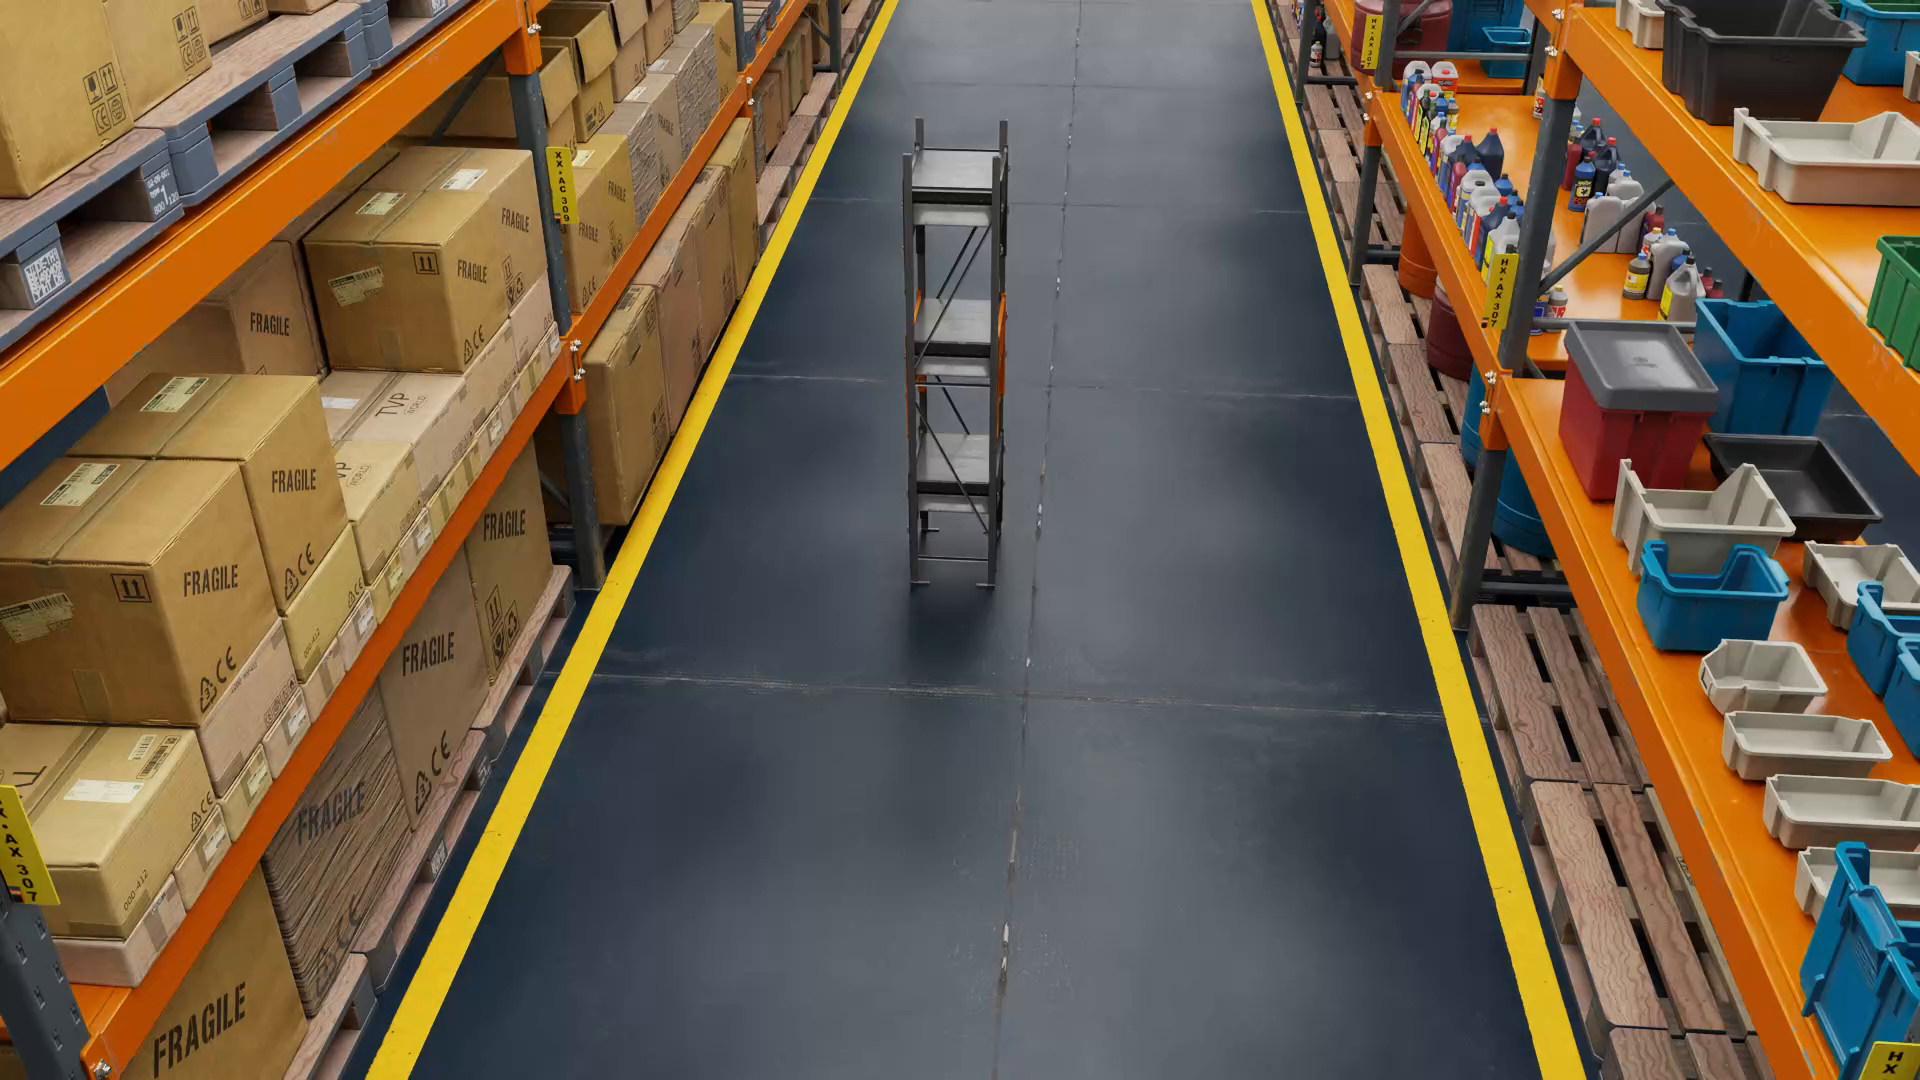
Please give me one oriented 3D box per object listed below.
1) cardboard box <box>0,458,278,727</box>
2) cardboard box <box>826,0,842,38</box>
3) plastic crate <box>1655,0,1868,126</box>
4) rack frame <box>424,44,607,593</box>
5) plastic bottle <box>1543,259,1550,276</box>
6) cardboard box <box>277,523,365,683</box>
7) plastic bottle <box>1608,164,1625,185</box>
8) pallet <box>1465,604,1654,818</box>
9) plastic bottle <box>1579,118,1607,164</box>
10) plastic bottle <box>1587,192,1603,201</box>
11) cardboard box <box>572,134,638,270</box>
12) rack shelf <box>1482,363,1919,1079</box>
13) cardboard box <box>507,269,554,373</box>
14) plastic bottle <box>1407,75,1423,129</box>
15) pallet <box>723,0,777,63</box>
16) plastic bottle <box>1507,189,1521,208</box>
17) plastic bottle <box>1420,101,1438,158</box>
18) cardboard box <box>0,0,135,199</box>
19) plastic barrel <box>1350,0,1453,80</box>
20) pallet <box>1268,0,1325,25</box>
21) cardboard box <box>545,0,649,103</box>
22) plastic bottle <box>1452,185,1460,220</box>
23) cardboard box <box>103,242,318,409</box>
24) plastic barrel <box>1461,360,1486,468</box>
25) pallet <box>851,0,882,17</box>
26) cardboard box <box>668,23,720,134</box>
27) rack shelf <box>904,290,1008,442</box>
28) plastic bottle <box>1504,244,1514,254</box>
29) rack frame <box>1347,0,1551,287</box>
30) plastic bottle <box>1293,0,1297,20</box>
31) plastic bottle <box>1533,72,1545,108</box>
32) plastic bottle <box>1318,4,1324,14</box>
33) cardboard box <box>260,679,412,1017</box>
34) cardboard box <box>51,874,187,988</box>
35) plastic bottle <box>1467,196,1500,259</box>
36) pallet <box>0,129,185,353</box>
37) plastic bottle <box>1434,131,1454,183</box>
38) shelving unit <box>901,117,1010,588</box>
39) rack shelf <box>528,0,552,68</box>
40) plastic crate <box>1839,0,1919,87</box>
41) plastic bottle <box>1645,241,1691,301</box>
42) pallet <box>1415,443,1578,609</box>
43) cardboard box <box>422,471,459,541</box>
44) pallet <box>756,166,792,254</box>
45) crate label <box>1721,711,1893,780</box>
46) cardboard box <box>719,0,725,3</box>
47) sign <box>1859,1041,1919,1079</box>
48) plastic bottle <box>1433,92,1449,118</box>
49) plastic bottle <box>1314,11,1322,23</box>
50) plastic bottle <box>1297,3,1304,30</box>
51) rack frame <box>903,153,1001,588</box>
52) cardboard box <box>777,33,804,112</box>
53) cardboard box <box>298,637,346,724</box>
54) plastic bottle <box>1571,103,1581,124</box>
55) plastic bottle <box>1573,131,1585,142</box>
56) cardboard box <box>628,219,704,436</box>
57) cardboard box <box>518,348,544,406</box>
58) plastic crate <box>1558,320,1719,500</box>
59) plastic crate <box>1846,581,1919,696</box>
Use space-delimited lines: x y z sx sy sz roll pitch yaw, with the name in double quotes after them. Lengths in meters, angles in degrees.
-2.169 0.129 4.326 0.500 0.500 0.500 2 32 3 "cardboard box"
-1.429 -4.885 15.300 0.500 0.500 0.500 13 34 19 "cardboard box"
2.370 -1.452 5.012 0.497 0.269 0.590 2 32 4 "plastic crate"
-2.192 -1.080 7.143 1.000 3.000 0.127 2 32 4 "rack frame"
2.610 -1.199 7.526 0.097 0.201 0.097 0 32 0 "plastic bottle"
-2.129 0.175 4.966 0.500 0.250 0.500 1 32 2 "cardboard box"
3.301 -1.755 8.361 0.097 0.271 0.097 0 32 0 "plastic bottle"
2.723 0.705 6.905 1.003 0.211 1.213 2 32 4 "pallet"
3.315 -2.030 8.732 0.144 0.351 0.185 2 32 4 "plastic bottle"
3.130 -1.610 8.193 0.097 0.201 0.097 0 32 0 "plastic bottle"
-1.865 -1.615 7.916 0.500 0.500 0.500 3 32 4 "cardboard box"
2.582 0.484 5.291 1.077 0.370 4.000 2 32 4 "rack shelf"
-1.966 -0.900 6.711 0.500 0.250 0.500 2 32 3 "cardboard box"
2.641 -2.528 9.604 0.061 0.283 0.133 2 32 4 "plastic bottle"
-1.914 -3.467 11.199 1.213 0.211 1.003 2 32 4 "pallet"
2.662 -1.563 8.049 0.097 0.271 0.097 0 32 0 "plastic bottle"
2.600 -2.267 9.181 0.061 0.283 0.133 2 32 4 "plastic bottle"
-2.363 -1.092 3.713 0.700 0.500 0.500 1 32 2 "cardboard box"
2.806 -3.273 10.573 0.600 0.536 0.708 2 32 4 "plastic barrel"
3.691 -5.490 16.957 1.003 0.211 1.213 2 32 4 "pallet"
-2.046 -2.568 8.506 0.797 0.503 0.637 3 32 6 "cardboard box"
2.537 -1.712 8.358 0.097 0.201 0.097 0 32 0 "plastic bottle"
-2.571 -0.693 5.660 0.500 0.500 0.500 1 32 2 "cardboard box"
2.863 -0.808 8.301 0.600 0.901 0.708 2 32 4 "plastic barrel"
-1.323 -5.704 17.305 1.003 0.211 1.213 2 32 4 "pallet"
-1.706 -2.685 9.652 0.500 0.500 0.500 2 32 4 "cardboard box"
-0.013 -0.796 7.566 0.431 0.518 0.480 2 32 4 "rack shelf"
2.428 -1.161 7.387 0.061 0.283 0.133 2 32 4 "plastic bottle"
3.070 -2.960 10.194 1.000 3.000 0.127 2 32 4 "rack frame"
3.227 -5.122 15.871 0.061 0.283 0.133 3 32 5 "plastic bottle"
3.462 -2.680 9.851 0.061 0.283 0.133 2 32 4 "plastic bottle"
3.326 -4.781 15.319 0.061 0.283 0.133 2 32 4 "plastic bottle"
-2.471 0.924 5.517 0.875 0.875 0.875 2 32 4 "cardboard box"
-2.160 0.947 4.093 0.380 0.149 0.250 3 32 5 "cardboard box"
2.525 -1.490 7.927 0.152 0.276 0.135 2 32 4 "plastic bottle"
-2.468 -0.616 3.615 1.003 0.211 1.213 2 32 4 "pallet"
2.582 -2.029 8.806 0.097 0.271 0.097 0 32 0 "plastic bottle"
-0.013 -0.807 7.559 0.431 2.100 0.503 2 32 4 "shelving unit"
-2.029 -3.096 8.242 1.077 0.370 4.000 2 32 4 "rack shelf"
2.989 -1.584 5.262 0.416 0.233 0.300 2 32 4 "plastic crate"
3.192 -1.232 7.509 0.152 0.276 0.135 2 32 4 "plastic bottle"
2.849 -0.083 8.183 1.003 0.211 1.213 2 32 4 "pallet"
-1.995 -0.127 5.837 0.380 0.149 0.250 2 32 3 "cardboard box"
-1.801 -2.393 11.931 1.003 0.211 1.213 2 32 4 "pallet"
2.341 0.578 4.647 0.396 0.136 0.243 2 32 4 "crate label"
-1.916 -3.973 11.342 0.700 0.500 0.500 7 32 11 "cardboard box"
1.869 1.139 3.387 0.100 0.325 0.005 2 32 4 "sign"
2.699 -2.389 9.389 0.097 0.271 0.097 0 32 0 "plastic bottle"
3.177 -4.560 14.896 0.144 0.351 0.185 1 32 2 "plastic bottle"
3.211 -4.897 15.518 0.097 0.271 0.097 0 32 0 "plastic bottle"
-0.033 -0.680 7.352 0.400 2.100 0.015 2 32 4 "rack frame"
-1.670 -3.817 13.548 0.700 0.500 0.500 2 32 4 "cardboard box"
-2.078 0.410 4.965 0.380 0.149 0.250 2 32 3 "cardboard box"
3.384 -2.291 9.232 0.097 0.271 0.097 0 32 0 "plastic bottle"
3.361 -2.109 9.002 0.097 0.201 0.097 0 32 0 "plastic bottle"
-2.088 -1.157 8.893 1.225 0.875 0.875 1 32 2 "cardboard box"
-1.911 -0.664 6.709 0.380 0.149 0.250 3 32 5 "cardboard box"
2.422 -0.465 6.027 0.402 0.464 0.583 2 32 4 "plastic crate"
2.899 0.309 4.992 0.416 0.233 0.300 2 32 4 "plastic crate"
